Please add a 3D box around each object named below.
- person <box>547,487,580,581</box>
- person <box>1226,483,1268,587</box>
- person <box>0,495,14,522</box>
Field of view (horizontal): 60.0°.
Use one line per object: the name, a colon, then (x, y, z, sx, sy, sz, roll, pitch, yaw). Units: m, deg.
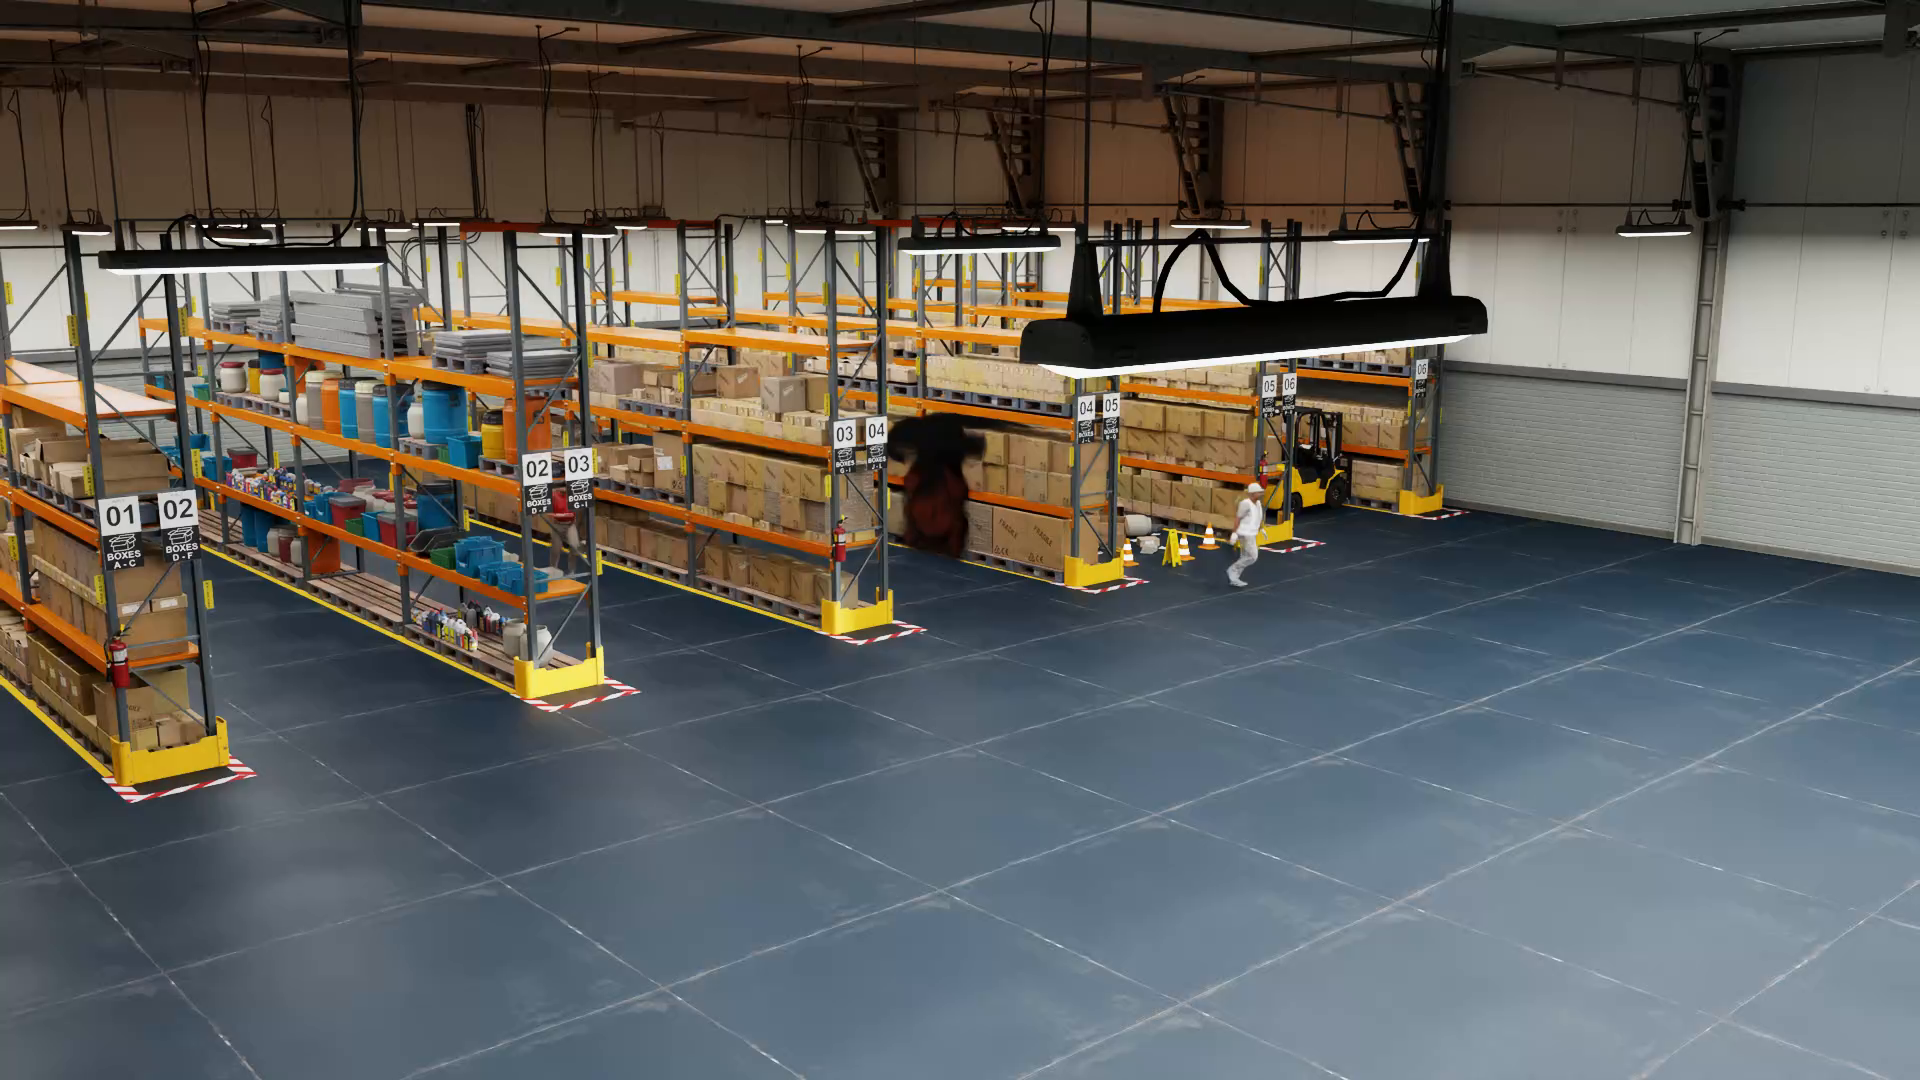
person: (-6.784, -0.170, 28.420, 0.613, 1.790, 0.857, -9, 14, -38)
person: (4.815, -0.088, 27.849, 0.589, 1.752, 0.674, 6, 13, 26)
person: (-18.173, -0.783, 31.339, 0.802, 1.821, 0.702, 5, 13, 25)
